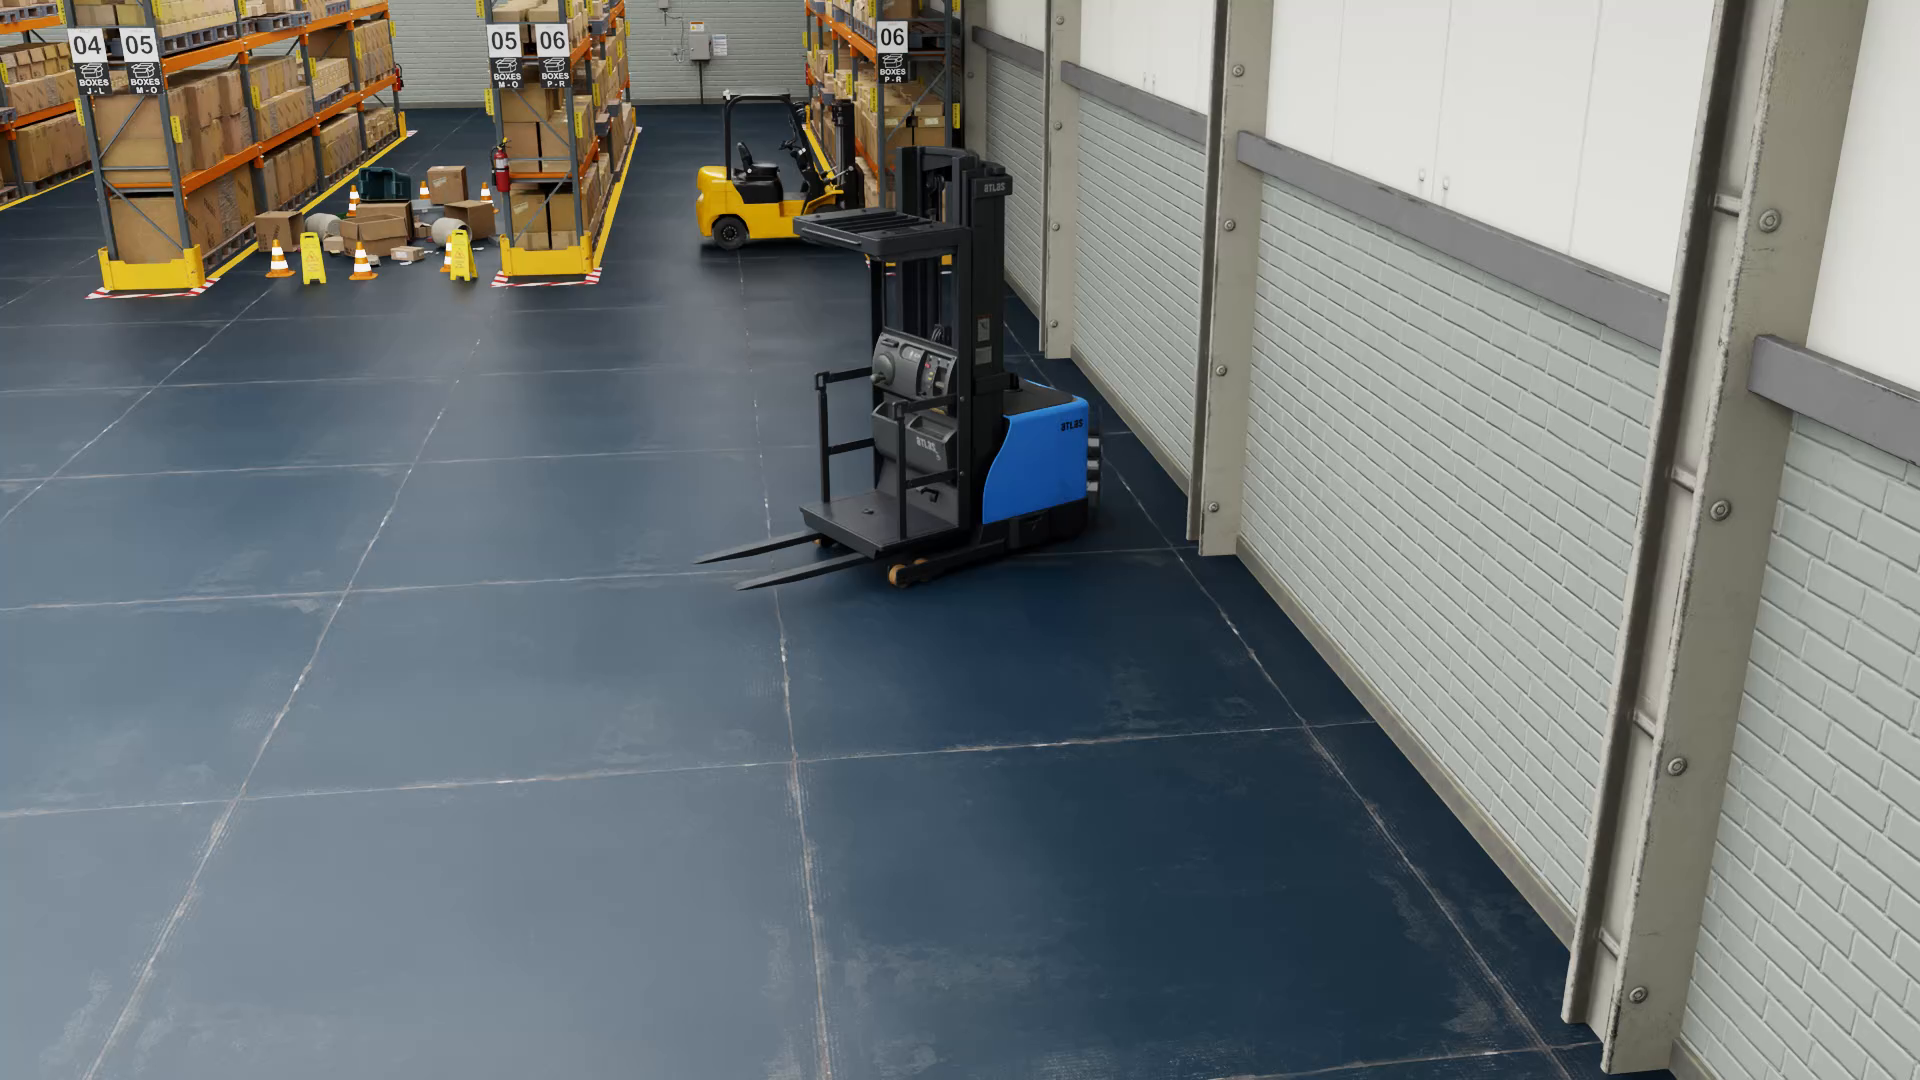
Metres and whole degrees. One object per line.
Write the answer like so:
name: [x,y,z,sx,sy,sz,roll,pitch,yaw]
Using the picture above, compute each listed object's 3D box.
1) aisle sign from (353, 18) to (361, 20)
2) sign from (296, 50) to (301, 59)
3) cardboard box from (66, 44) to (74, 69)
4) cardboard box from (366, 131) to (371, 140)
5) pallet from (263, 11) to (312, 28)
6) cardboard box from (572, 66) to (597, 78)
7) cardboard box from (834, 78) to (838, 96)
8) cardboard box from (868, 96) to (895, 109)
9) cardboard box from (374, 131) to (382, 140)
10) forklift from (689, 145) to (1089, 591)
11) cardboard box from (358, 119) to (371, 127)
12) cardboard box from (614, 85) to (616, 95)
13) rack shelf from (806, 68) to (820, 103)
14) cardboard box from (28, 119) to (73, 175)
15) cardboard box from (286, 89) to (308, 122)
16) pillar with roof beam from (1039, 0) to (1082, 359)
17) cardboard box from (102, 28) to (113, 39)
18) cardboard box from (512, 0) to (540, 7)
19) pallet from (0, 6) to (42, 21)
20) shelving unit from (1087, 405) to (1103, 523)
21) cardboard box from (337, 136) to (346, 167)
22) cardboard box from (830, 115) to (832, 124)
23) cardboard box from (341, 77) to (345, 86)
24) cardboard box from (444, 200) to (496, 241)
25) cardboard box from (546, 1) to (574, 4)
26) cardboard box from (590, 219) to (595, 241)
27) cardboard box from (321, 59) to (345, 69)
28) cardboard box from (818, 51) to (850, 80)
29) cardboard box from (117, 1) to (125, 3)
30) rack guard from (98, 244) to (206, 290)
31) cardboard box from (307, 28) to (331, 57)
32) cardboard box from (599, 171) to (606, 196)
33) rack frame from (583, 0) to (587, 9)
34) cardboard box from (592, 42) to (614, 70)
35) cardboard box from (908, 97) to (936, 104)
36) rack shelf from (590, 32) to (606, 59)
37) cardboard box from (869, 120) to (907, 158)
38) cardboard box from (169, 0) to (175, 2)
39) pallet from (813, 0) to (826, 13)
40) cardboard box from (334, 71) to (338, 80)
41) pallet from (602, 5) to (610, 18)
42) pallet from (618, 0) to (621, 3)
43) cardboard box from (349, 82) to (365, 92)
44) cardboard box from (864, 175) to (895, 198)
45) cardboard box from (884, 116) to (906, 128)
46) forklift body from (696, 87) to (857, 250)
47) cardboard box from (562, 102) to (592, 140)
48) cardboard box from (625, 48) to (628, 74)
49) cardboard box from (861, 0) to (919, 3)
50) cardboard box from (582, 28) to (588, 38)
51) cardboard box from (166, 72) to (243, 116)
aisle sign: [-13.014,-11.462,35.402,0.394,0.787,0.004,-3,21,-8]
sign: [-12.666,-9.224,31.890,0.100,0.325,0.005,-3,21,-8]
cardboard box: [-16.869,-9.233,31.867,0.500,0.500,0.500,-3,21,-8]
cardboard box: [-11.866,-7.991,32.874,0.380,0.149,0.250,-2,21,-5]
pallet: [-11.408,-8.561,27.332,1.213,0.211,1.003,-2,21,-5]
cardboard box: [-5.811,-7.231,25.695,0.380,0.149,0.250,-3,21,-8]
cardboard box: [-1.961,-7.997,29.340,0.500,0.250,0.500,-3,21,-8]
cardboard box: [-1.106,-6.182,23.484,0.380,0.149,0.250,-2,21,-6]
cardboard box: [-12.092,-8.300,34.125,0.380,0.149,0.250,-3,21,-9]
forklift: [-0.497,-1.241,11.851,3.031,2.935,1.130,-15,25,-34]
cardboard box: [-12.101,-8.391,33.520,0.380,0.149,0.250,-3,21,-9]
cardboard box: [-6.806,-8.569,31.585,0.500,0.250,0.500,-3,21,-9]
rack shelf: [-2.624,-9.741,35.537,1.077,0.370,4.000,-3,21,-8]
cardboard box: [-16.676,-6.999,29.606,1.225,0.875,0.875,-3,21,-8]
cardboard box: [-11.153,-7.196,27.552,0.500,0.500,0.500,-3,21,-8]
pillar with roof beam: [-3.209,-6.033,16.007,9.100,9.000,0.400,-3,21,-8]
cardboard box: [-10.784,-6.323,20.688,0.380,0.149,0.250,-3,21,-8]
cardboard box: [-6.275,-7.719,24.028,0.380,0.149,0.250,-4,21,-10]
pallet: [-16.786,-9.173,28.972,1.003,0.211,1.213,-2,21,-5]
shelving unit: [0.980,-0.595,13.020,0.258,0.900,0.210,1,20,2]
cardboard box: [-11.558,-7.099,30.408,0.500,0.500,0.500,-3,21,-9]
cardboard box: [-2.330,-8.214,32.468,0.380,0.149,0.250,-3,21,-8]
cardboard box: [-11.805,-8.624,31.279,0.380,0.149,0.250,-3,21,-8]
cardboard box: [-7.285,-4.754,24.727,0.500,0.500,0.500,12,24,29]
cardboard box: [-5.666,-7.566,23.619,0.380,0.149,0.250,-3,21,-9]
cardboard box: [-5.425,-4.358,23.426,0.500,0.250,0.500,-2,21,-6]
cardboard box: [-11.840,-8.985,31.393,0.380,0.149,0.250,-4,21,-9]
cardboard box: [-2.412,-9.271,32.508,0.700,0.500,0.500,-3,21,-7]
cardboard box: [-10.819,-6.741,21.236,0.500,0.250,0.500,-3,21,-8]
rack guard: [-10.397,-3.515,21.412,1.175,0.500,0.348,-3,21,-8]
cardboard box: [-12.466,-9.653,32.276,0.500,0.500,0.500,-4,21,-10]
cardboard box: [-6.278,-5.760,27.006,0.950,0.372,0.625,-2,21,-4]
rack frame: [-6.093,-9.174,24.418,1.000,3.000,0.127,-3,21,-8]
cardboard box: [-6.709,-8.973,30.882,0.500,0.500,0.500,-3,21,-7]
cardboard box: [-0.520,-6.117,23.312,0.380,0.149,0.250,-3,21,-7]
rack shelf: [-6.382,-8.124,26.923,1.077,0.370,4.000,-3,21,-8]
cardboard box: [-1.002,-5.615,23.319,0.500,0.500,0.500,-2,21,-6]
cardboard box: [-10.206,-6.906,21.108,0.380,0.149,0.250,-3,21,-9]
pallet: [-2.158,-10.114,31.490,1.213,0.211,1.003,-3,21,-8]
cardboard box: [-11.725,-8.578,30.729,0.380,0.149,0.250,-4,21,-11]
pallet: [-6.815,-9.286,29.273,1.213,0.211,1.003,-2,21,-5]
pallet: [-7.527,-11.203,34.263,1.003,0.211,1.213,-3,21,-8]
cardboard box: [-11.847,-8.846,32.472,0.380,0.149,0.250,-2,21,-6]
cardboard box: [-1.142,-5.102,23.990,0.500,0.250,0.500,-3,21,-7]
cardboard box: [-0.933,-5.687,22.586,0.380,0.149,0.250,-3,21,-7]
forklift body: [-2.684,-5.397,24.093,2.313,2.155,1.214,-3,21,-8]
cardboard box: [-5.623,-6.051,24.063,0.500,0.500,0.500,-2,21,-6]
cardboard box: [-7.492,-10.412,36.163,0.500,0.500,0.500,-3,21,-7]
cardboard box: [-1.006,-7.633,23.687,0.797,0.503,0.637,-2,21,-6]
cardboard box: [-5.745,-7.557,24.735,0.380,0.149,0.250,-3,21,-7]
cardboard box: [-10.764,-6.341,23.649,0.875,0.550,0.550,-3,21,-8]
